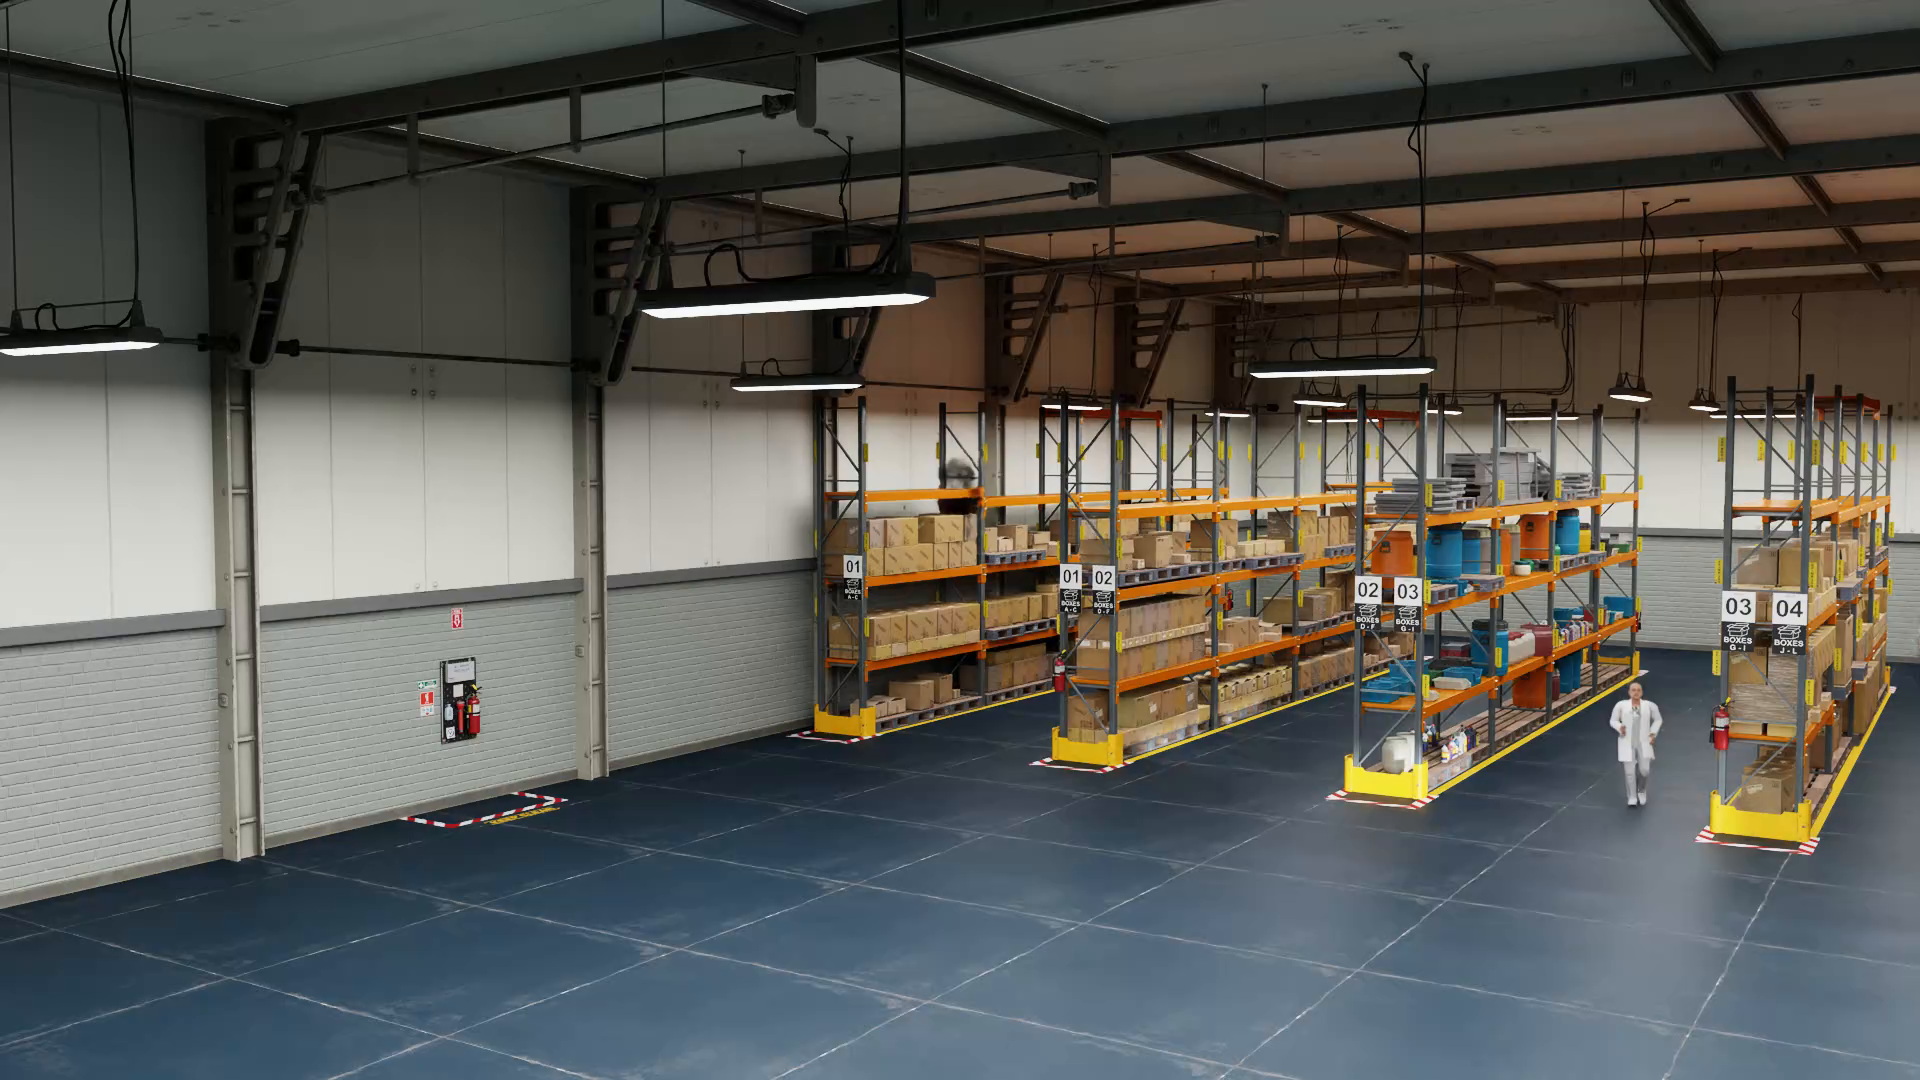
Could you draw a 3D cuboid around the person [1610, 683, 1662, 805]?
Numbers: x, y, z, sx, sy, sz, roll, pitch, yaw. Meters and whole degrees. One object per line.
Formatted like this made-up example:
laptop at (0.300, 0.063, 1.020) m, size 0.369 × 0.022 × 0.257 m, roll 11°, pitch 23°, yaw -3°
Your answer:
person at (9.531, 2.891, 23.442) m, size 0.698 × 1.733 × 0.634 m, roll 1°, pitch 3°, yaw 20°
